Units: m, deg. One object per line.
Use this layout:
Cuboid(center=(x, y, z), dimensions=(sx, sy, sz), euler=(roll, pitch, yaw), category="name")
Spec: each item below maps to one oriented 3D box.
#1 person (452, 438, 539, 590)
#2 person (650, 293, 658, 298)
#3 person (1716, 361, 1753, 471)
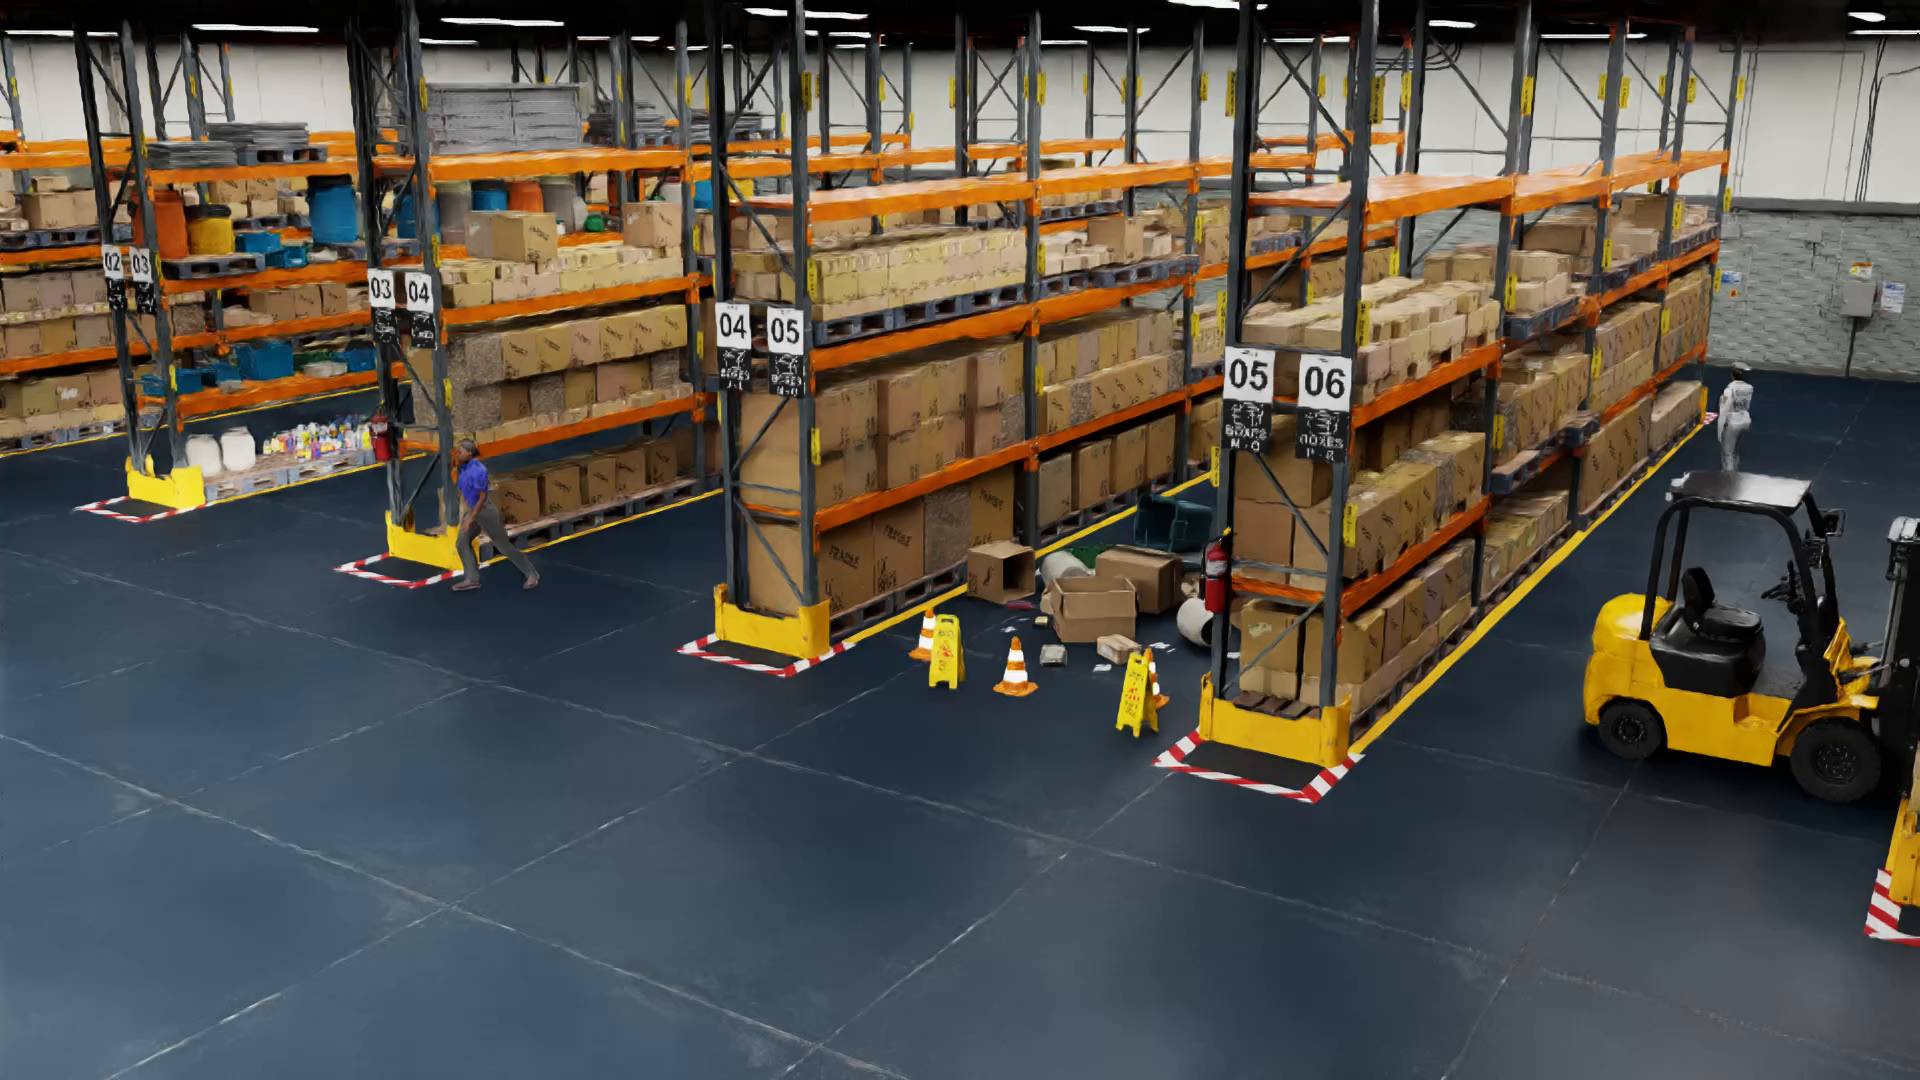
Cuboid(center=(-4.811, -0.256, 17.133), dimensions=(0.752, 1.597, 0.692), euler=(-14, 21, -41), category="person")
Cuboid(center=(-5.358, -4.006, 30.350), dimensions=(0.651, 1.719, 0.593), euler=(-10, 18, -31), category="person")
Cuboid(center=(9.822, -1.439, 21.236), dimensions=(0.525, 1.677, 0.459), euler=(-8, 17, -26), category="person")
